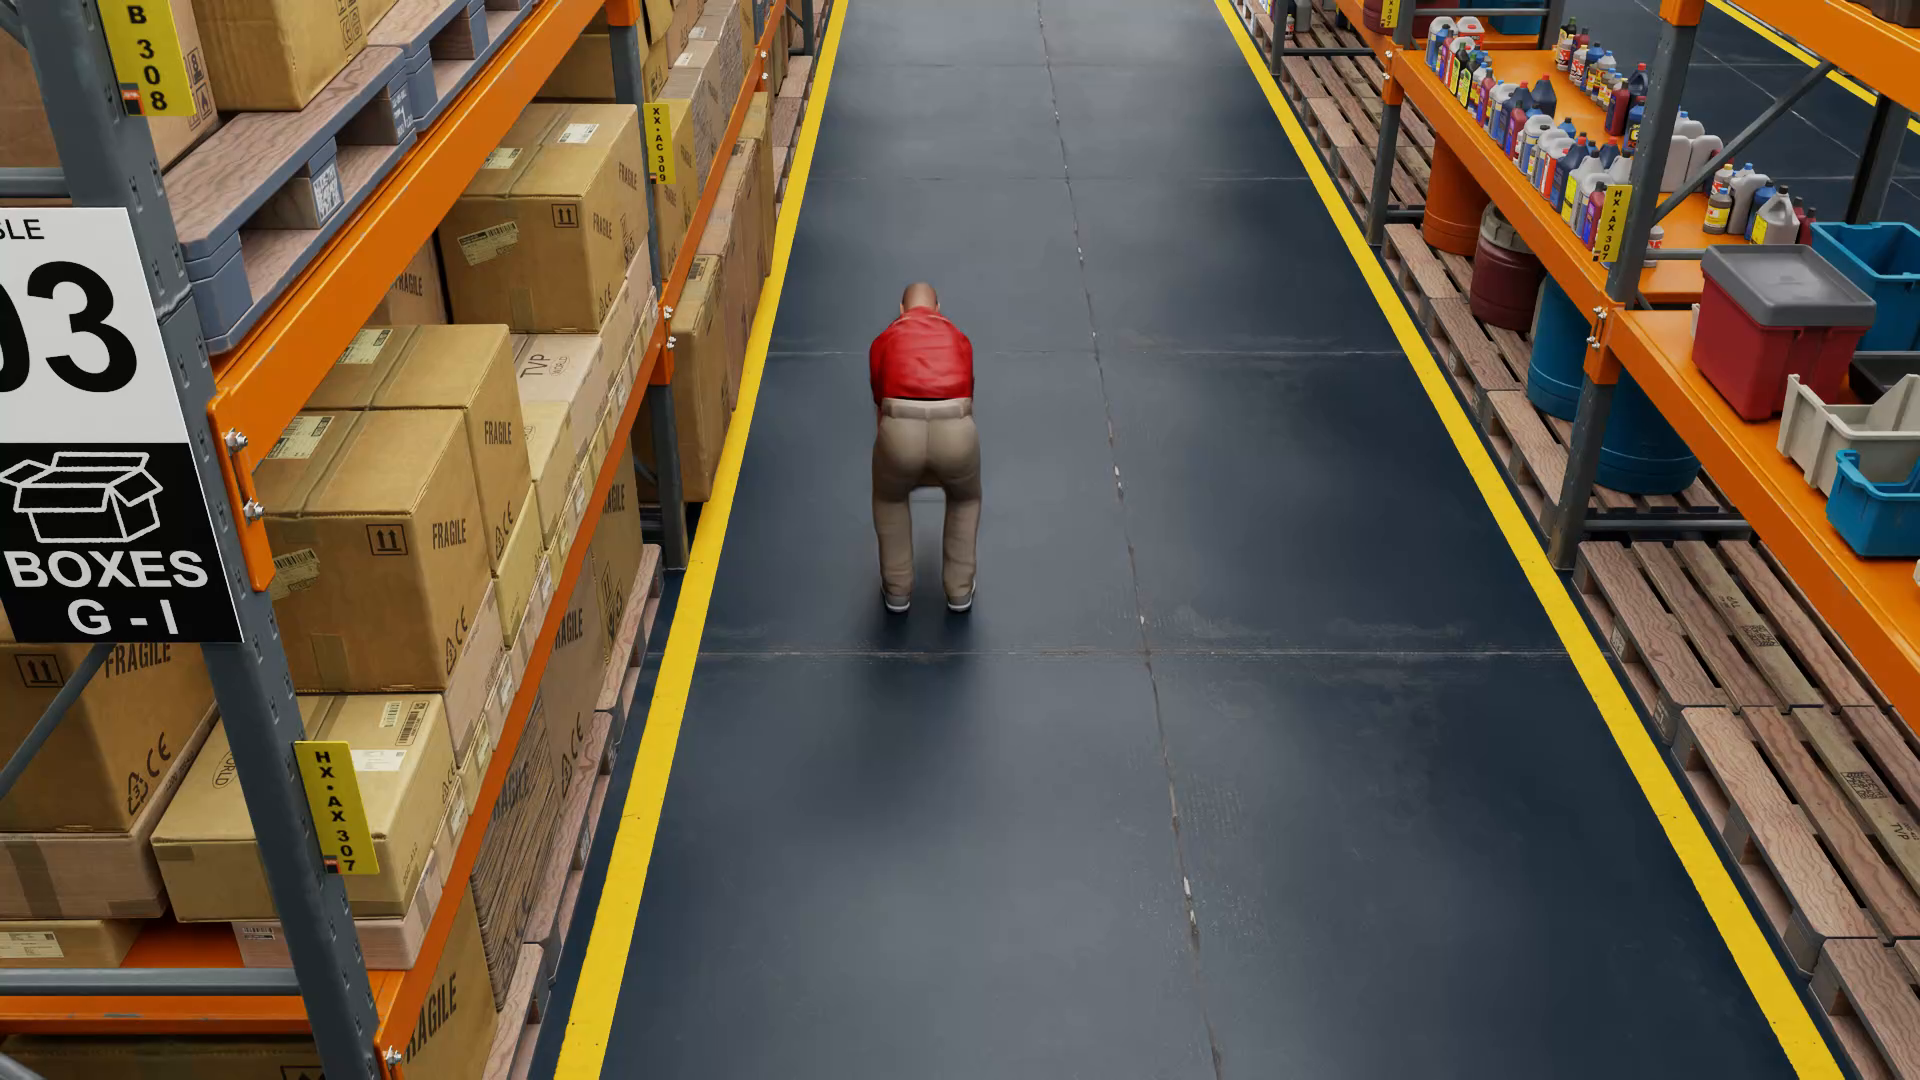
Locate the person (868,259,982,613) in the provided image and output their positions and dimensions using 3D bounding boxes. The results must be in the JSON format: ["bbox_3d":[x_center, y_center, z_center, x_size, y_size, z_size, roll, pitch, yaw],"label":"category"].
[{"bbox_3d":[-0.149,-0.439,7.220,0.481,1.373,0.875,-1,31,-1],"label":"person"}]
